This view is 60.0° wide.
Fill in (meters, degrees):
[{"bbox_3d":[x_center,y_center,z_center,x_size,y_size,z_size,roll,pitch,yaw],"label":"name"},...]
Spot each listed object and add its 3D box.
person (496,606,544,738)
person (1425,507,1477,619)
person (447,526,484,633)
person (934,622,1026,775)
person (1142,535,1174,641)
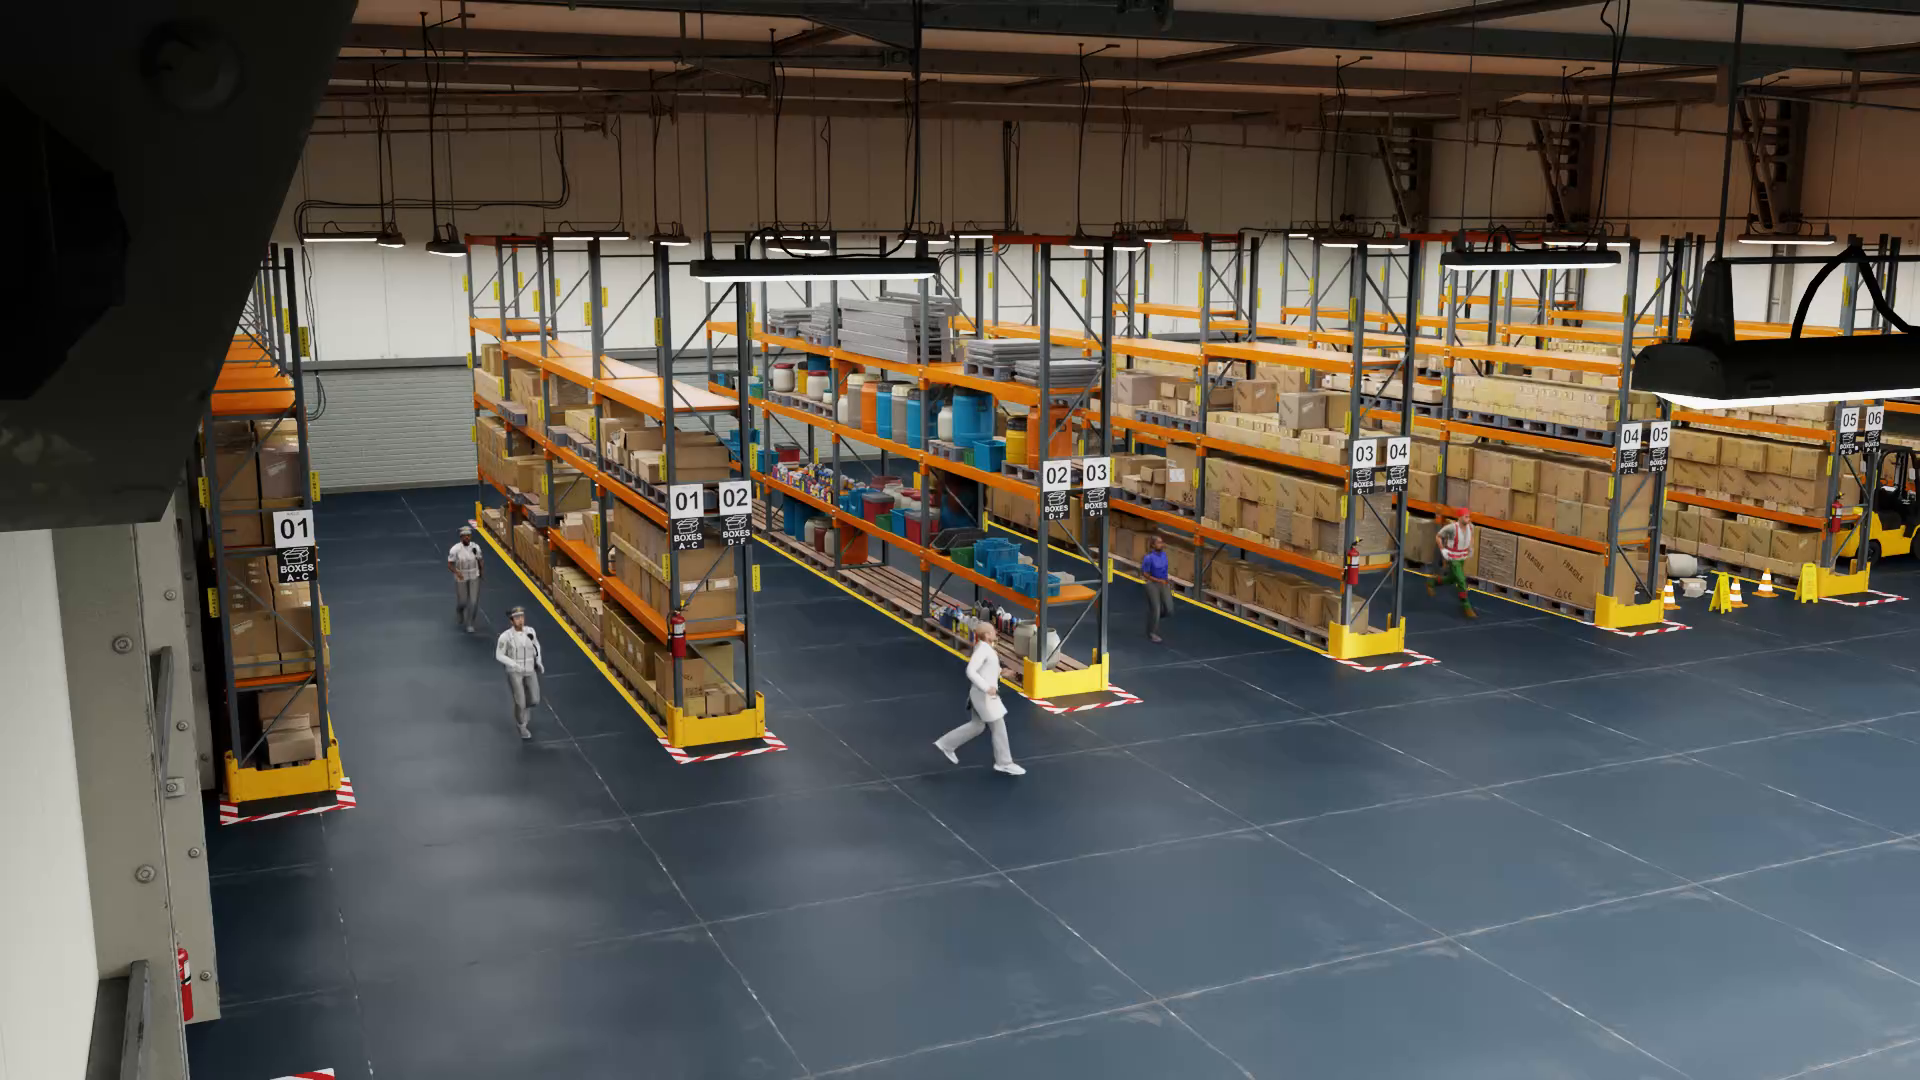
[{"bbox_3d":[-5.394,1.621,20.482,0.611,1.653,0.548,-8,14,-35],"label":"person"},{"bbox_3d":[7.992,0.306,26.966,0.659,1.771,1.121,-7,13,-31],"label":"person"},{"bbox_3d":[-7.631,0.587,25.752,0.562,1.655,0.589,-6,13,-29],"label":"person"},{"bbox_3d":[0.235,1.858,19.073,1.048,1.700,0.711,-1,11,-4],"label":"person"},{"bbox_3d":[3.015,0.737,25.123,0.570,1.617,0.529,-8,13,-35],"label":"person"}]
